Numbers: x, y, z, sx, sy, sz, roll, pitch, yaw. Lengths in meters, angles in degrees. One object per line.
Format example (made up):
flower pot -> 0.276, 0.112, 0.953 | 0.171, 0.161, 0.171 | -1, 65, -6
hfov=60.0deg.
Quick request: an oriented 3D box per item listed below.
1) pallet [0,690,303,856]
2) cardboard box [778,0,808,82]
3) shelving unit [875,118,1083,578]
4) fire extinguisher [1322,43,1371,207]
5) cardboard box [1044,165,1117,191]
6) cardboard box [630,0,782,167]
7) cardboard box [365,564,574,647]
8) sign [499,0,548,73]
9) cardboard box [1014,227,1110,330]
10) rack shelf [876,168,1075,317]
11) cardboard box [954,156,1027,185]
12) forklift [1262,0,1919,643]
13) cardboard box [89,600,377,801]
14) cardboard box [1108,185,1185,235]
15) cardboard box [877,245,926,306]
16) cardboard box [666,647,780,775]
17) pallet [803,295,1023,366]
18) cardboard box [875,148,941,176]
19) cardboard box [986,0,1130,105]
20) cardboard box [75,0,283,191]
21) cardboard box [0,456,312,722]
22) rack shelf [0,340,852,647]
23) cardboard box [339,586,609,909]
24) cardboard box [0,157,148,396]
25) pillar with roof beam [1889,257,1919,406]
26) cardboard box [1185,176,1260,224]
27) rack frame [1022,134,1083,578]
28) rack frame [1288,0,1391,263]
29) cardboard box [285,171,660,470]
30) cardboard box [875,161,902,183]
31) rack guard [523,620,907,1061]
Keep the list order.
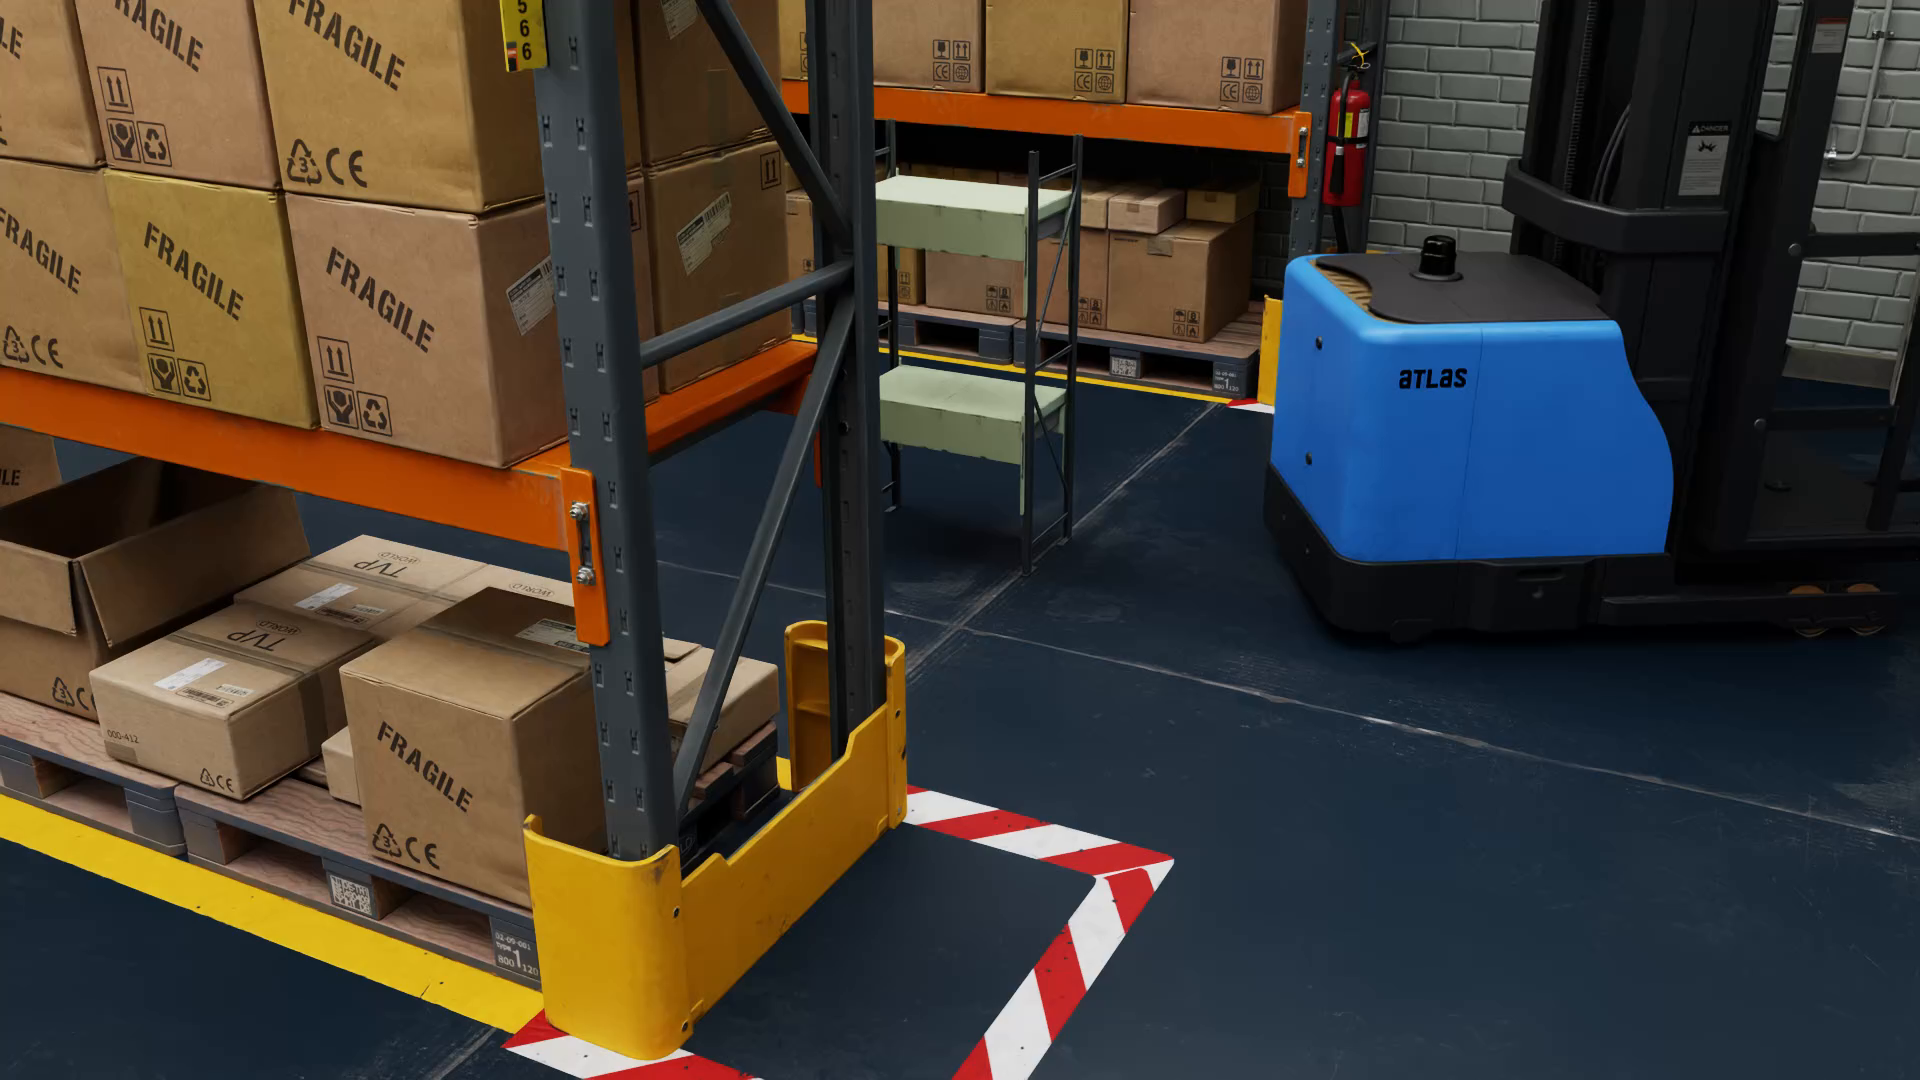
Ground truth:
pallet -> -2.334, 0.448, 4.926 | 1.213, 0.211, 1.003 | 11, 25, 25
cardboard box -> -0.682, -2.808, 8.637 | 0.700, 0.700, 0.980 | 11, 25, 23
shelving unit -> -0.006, -0.691, 5.959 | 0.755, 1.500, 0.431 | 11, 25, 25
fire extinguisher -> 1.688, -1.801, 7.227 | 0.183, 0.674, 0.296 | 11, 25, 25
cardboard box -> 0.618, -1.807, 8.496 | 0.250, 0.149, 0.380 | 11, 26, 25
cardboard box -> -0.747, -1.142, 3.697 | 0.500, 0.500, 0.500 | 12, 26, 26
cardboard box -> -1.273, 0.314, 4.629 | 0.500, 0.250, 0.500 | 11, 25, 25
sign -> -0.738, -0.953, 2.775 | 0.005, 0.325, 0.100 | 11, 25, 25
cardboard box -> 0.646, -1.416, 8.404 | 0.500, 0.500, 0.700 | 11, 25, 24
rack shelf -> -0.006, -1.050, 5.807 | 0.720, 0.370, 0.431 | 11, 25, 25
cardboard box -> 0.162, -1.897, 8.707 | 0.250, 0.149, 0.380 | 11, 26, 25
forklift -> 2.677, -1.234, 5.407 | 3.031, 2.935, 1.130 | -2, 23, -4
cardboard box -> -1.900, 0.409, 4.406 | 0.500, 0.250, 0.500 | 11, 25, 25
cardboard box -> 0.895, -1.585, 7.973 | 0.250, 0.149, 0.380 | 11, 25, 24
cardboard box -> -0.283, -1.596, 8.828 | 0.500, 0.500, 0.700 | 12, 26, 26
cardboard box -> -0.688, 0.450, 4.439 | 0.250, 0.149, 0.380 | 11, 25, 25
pallet -> -0.072, -1.242, 8.902 | 1.213, 0.211, 1.003 | 11, 25, 25
cardboard box -> -0.295, -1.987, 8.919 | 0.250, 0.149, 0.380 | 11, 26, 25
cardboard box -> 0.648, -2.545, 8.019 | 0.700, 0.700, 0.980 | 11, 25, 24
cardboard box -> -1.442, -1.043, 3.464 | 0.500, 0.500, 0.500 | 12, 26, 26
cardboard box -> -2.360, 0.105, 4.799 | 0.637, 0.503, 0.797 | 11, 25, 25
rack shelf -> -2.255, -0.487, 4.482 | 4.000, 0.370, 1.077 | 11, 25, 25
cardboard box -> -1.066, 0.473, 3.938 | 0.500, 0.500, 0.500 | 11, 25, 25
cardboard box -> -1.900, -0.676, 3.878 | 0.500, 0.500, 0.500 | 11, 26, 25
pillar with roof beam -> 2.619, -3.279, 2.461 | 0.400, 9.000, 9.100 | 11, 25, 25
cardboard box -> 1.294, -1.674, 8.182 | 0.250, 0.149, 0.380 | 11, 26, 25
rack frame -> 0.321, -0.627, 5.807 | 0.023, 1.500, 0.400 | 11, 25, 25
rack frame -> 1.762, -2.196, 7.581 | 0.127, 3.000, 1.000 | 11, 25, 25
cardboard box -> -0.992, -0.495, 3.454 | 0.500, 0.500, 0.500 | 12, 26, 26
cardboard box -> -0.497, -1.860, 8.618 | 0.250, 0.149, 0.380 | 10, 25, 23
rack guard -> -0.538, 0.672, 4.032 | 0.348, 0.500, 1.175 | 11, 25, 25
